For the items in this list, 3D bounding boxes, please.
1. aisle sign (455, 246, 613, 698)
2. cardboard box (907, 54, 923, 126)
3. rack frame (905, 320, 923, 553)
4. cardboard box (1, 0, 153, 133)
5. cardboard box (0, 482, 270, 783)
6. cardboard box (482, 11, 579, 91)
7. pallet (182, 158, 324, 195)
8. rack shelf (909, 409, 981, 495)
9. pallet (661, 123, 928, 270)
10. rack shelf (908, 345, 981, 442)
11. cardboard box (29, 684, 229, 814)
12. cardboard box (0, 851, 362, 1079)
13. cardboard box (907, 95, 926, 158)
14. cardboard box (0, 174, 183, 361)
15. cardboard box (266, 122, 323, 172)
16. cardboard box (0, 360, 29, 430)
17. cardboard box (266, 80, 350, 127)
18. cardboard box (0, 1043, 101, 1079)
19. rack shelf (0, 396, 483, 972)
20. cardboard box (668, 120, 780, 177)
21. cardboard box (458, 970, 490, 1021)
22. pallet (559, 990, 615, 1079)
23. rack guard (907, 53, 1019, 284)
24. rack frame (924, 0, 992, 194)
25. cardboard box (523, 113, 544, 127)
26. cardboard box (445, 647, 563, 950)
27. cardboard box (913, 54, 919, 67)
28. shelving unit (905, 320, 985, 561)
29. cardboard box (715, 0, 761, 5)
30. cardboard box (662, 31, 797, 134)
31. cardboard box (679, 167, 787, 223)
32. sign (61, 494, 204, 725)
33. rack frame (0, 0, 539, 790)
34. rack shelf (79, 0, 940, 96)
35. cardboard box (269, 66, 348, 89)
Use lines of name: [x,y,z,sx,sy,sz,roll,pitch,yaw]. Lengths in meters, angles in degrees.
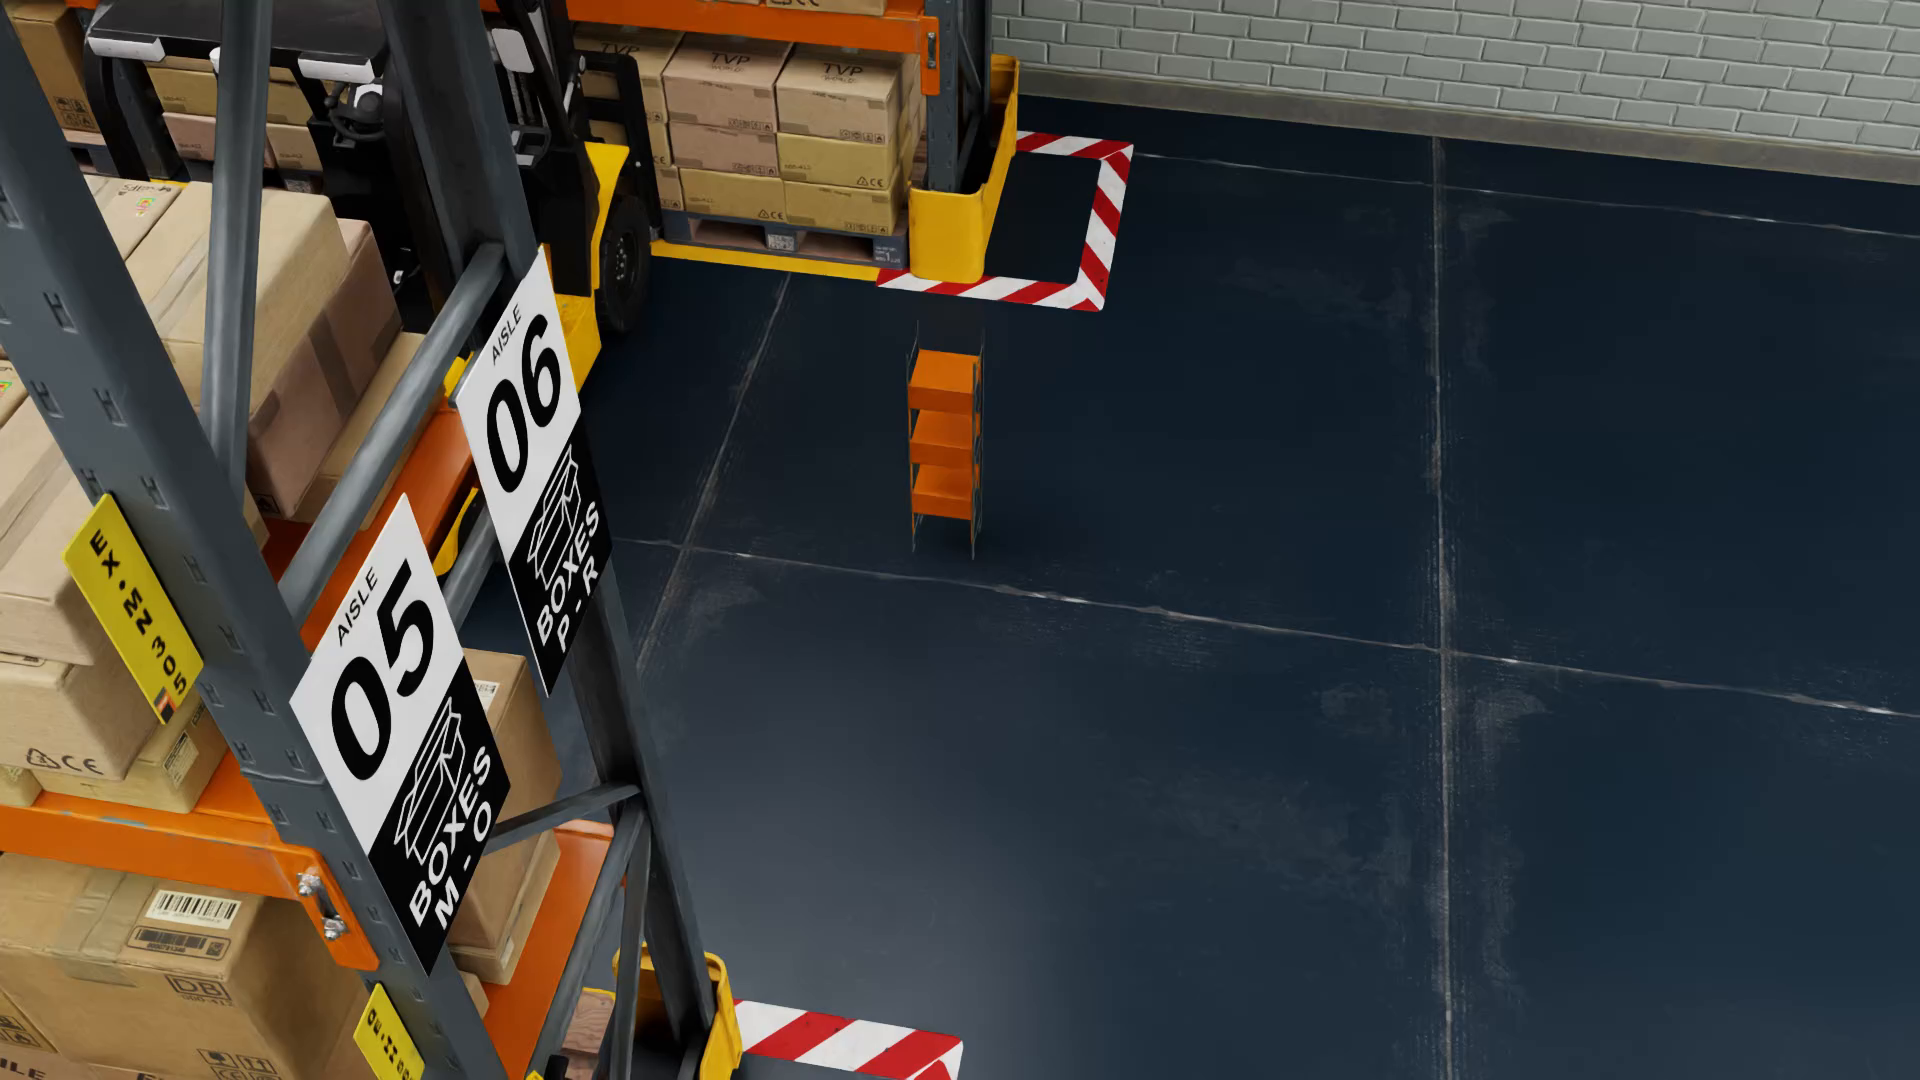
aisle sign: [-0.761,-0.103,3.050,0.004,0.787,0.394,8,49,7]
cardboard box: [-0.424,-2.252,7.959,0.500,0.250,0.500,8,49,8]
rack frame: [-0.173,-0.374,6.352,0.008,1.050,0.200,8,49,7]
cardboard box: [-4.450,-2.586,8.343,0.625,0.625,0.875,10,49,9]
cardboard box: [-1.429,0.062,2.534,0.500,0.250,0.500,7,48,6]
cardboard box: [-2.006,-2.232,7.605,0.500,0.250,0.500,7,48,6]
pallet: [-3.159,-2.110,8.476,1.213,0.211,1.003,8,49,7]
rack shelf: [-0.053,-0.351,6.346,0.240,0.259,0.215,8,49,7]
pallet: [-0.758,-1.788,8.186,1.213,0.211,1.003,8,49,7]
rack shelf: [-0.053,-0.541,6.135,0.240,0.259,0.215,8,49,7]
cardboard box: [-1.278,0.224,2.657,0.250,0.149,0.380,8,49,7]
cardboard box: [-1.419,0.610,3.218,0.500,0.500,0.700,7,48,6]
cardboard box: [-0.447,-2.078,8.139,0.500,0.250,0.500,8,49,7]
cardboard box: [-1.441,-0.418,2.698,0.250,0.149,0.380,7,48,7]
cardboard box: [-3.015,-2.037,8.102,0.500,0.250,0.500,7,48,6]
cardboard box: [-1.509,-0.091,2.404,0.250,0.149,0.380,8,49,7]
cardboard box: [-3.017,-2.212,7.923,0.500,0.250,0.500,7,48,7]
cardboard box: [-1.952,0.912,3.619,0.500,0.500,0.500,8,49,7]
rack shelf: [-2.845,-0.042,3.210,4.000,0.370,1.077,8,49,7]
cardboard box: [-1.024,-1.947,7.685,0.500,0.250,0.500,7,48,6]
cardboard box: [-1.283,1.176,3.818,0.250,0.149,0.380,9,49,8]
pallet: [-1.745,1.773,4.987,1.213,0.211,1.003,8,49,7]
rack guard: [0.026,-1.810,8.013,0.348,0.500,1.175,8,49,7]
rack frame: [0.002,-2.649,7.086,0.127,3.000,1.000,8,49,7]
cardboard box: [-2.028,-2.069,7.795,0.500,0.250,0.500,8,48,7]
cardboard box: [-1.294,0.586,3.911,0.500,0.500,0.500,7,48,6]
cardboard box: [-0.437,-2.407,7.762,0.500,0.250,0.500,7,48,6]
shelving unit: [-0.053,-0.358,6.338,0.252,1.050,0.215,8,49,7]
cardboard box: [-1.038,-2.631,7.002,0.500,0.500,0.500,9,49,8]
cardboard box: [-1.010,-2.100,7.487,0.500,0.250,0.500,8,49,8]
cardboard box: [-1.004,-1.774,7.866,0.500,0.250,0.500,8,49,7]
sign: [-0.996,0.090,2.013,0.005,0.325,0.100,8,49,7]
rack frame: [-0.877,-1.020,1.589,0.127,3.000,1.000,8,49,7]
rack shelf: [-1.966,-2.673,7.591,4.000,0.370,1.077,8,49,7]
cardboard box: [-3.013,-2.365,7.724,0.500,0.250,0.500,8,49,7]
